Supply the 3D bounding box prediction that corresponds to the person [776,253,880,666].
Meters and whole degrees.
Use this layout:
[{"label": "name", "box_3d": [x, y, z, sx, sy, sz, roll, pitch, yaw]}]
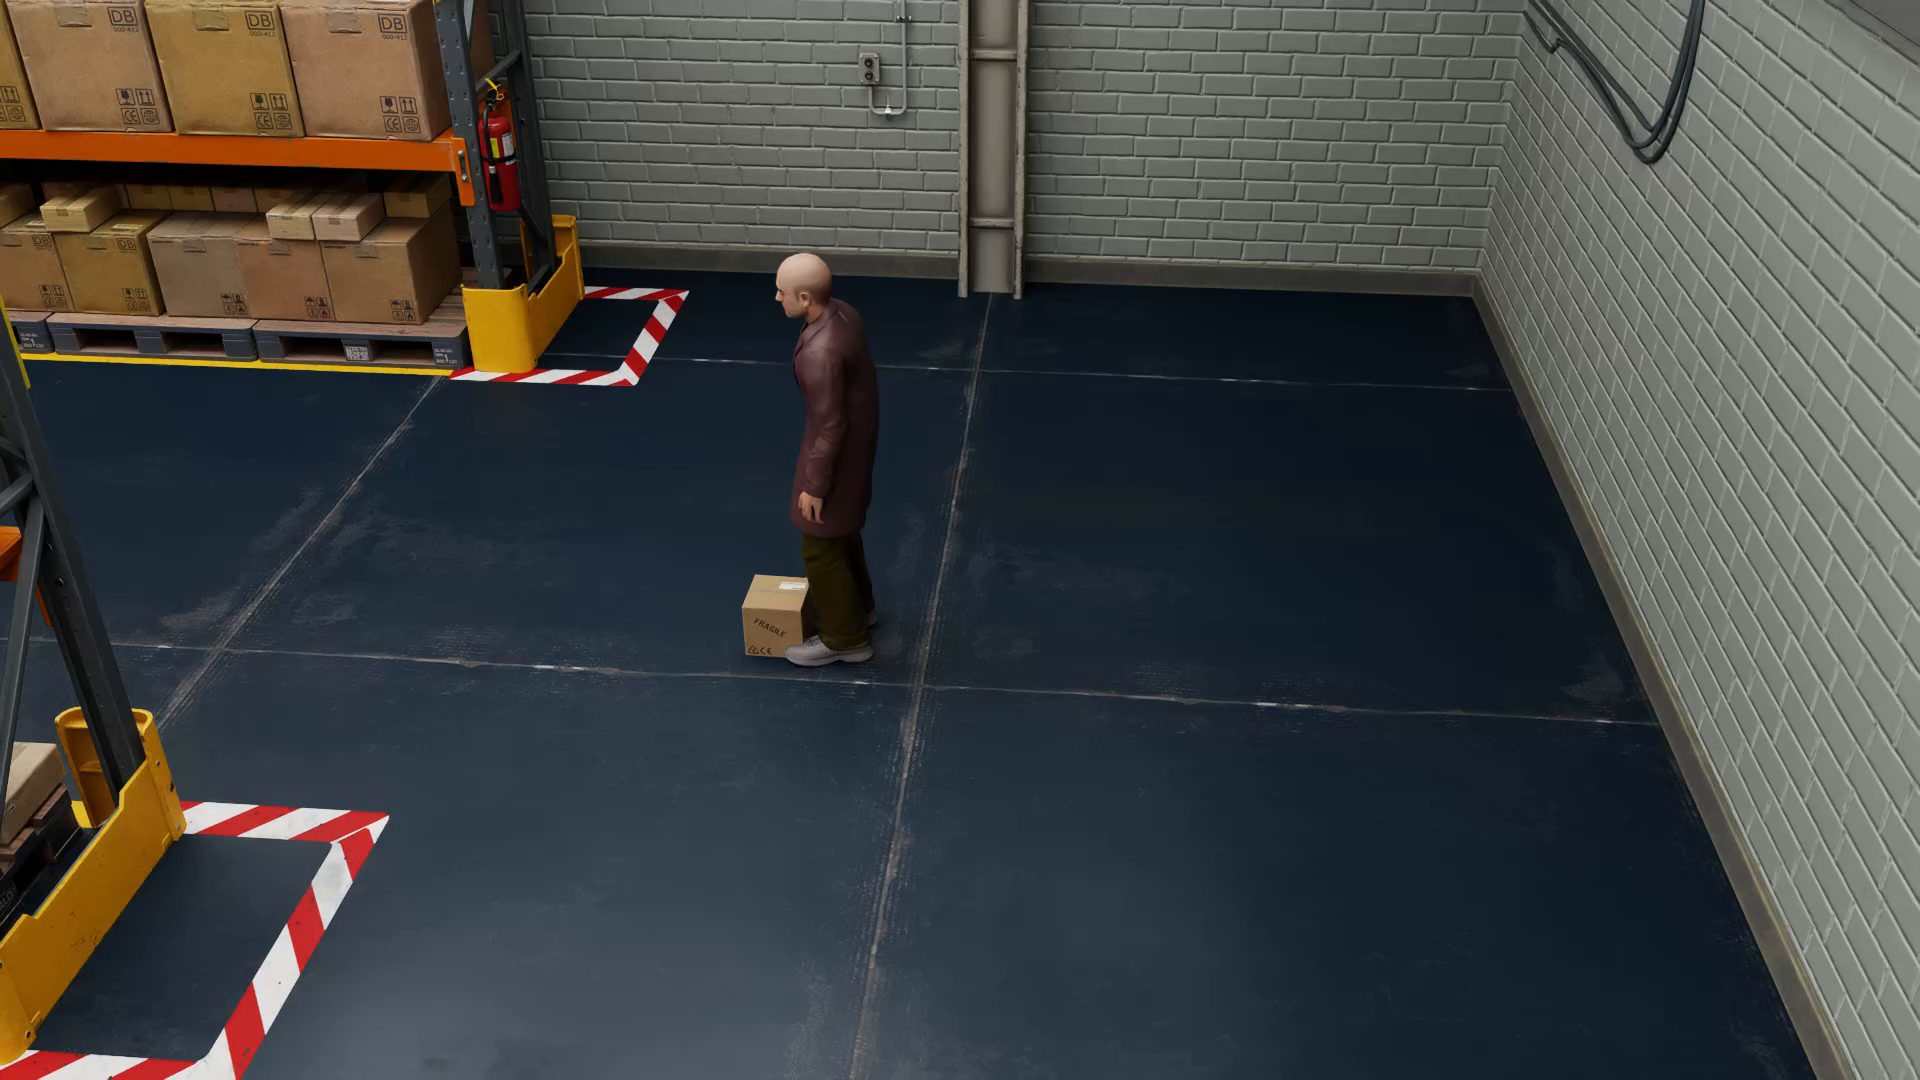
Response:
[{"label": "person", "box_3d": [-0.524, -0.316, 6.665, 0.417, 1.773, 0.651, 2, 32, 3]}]
